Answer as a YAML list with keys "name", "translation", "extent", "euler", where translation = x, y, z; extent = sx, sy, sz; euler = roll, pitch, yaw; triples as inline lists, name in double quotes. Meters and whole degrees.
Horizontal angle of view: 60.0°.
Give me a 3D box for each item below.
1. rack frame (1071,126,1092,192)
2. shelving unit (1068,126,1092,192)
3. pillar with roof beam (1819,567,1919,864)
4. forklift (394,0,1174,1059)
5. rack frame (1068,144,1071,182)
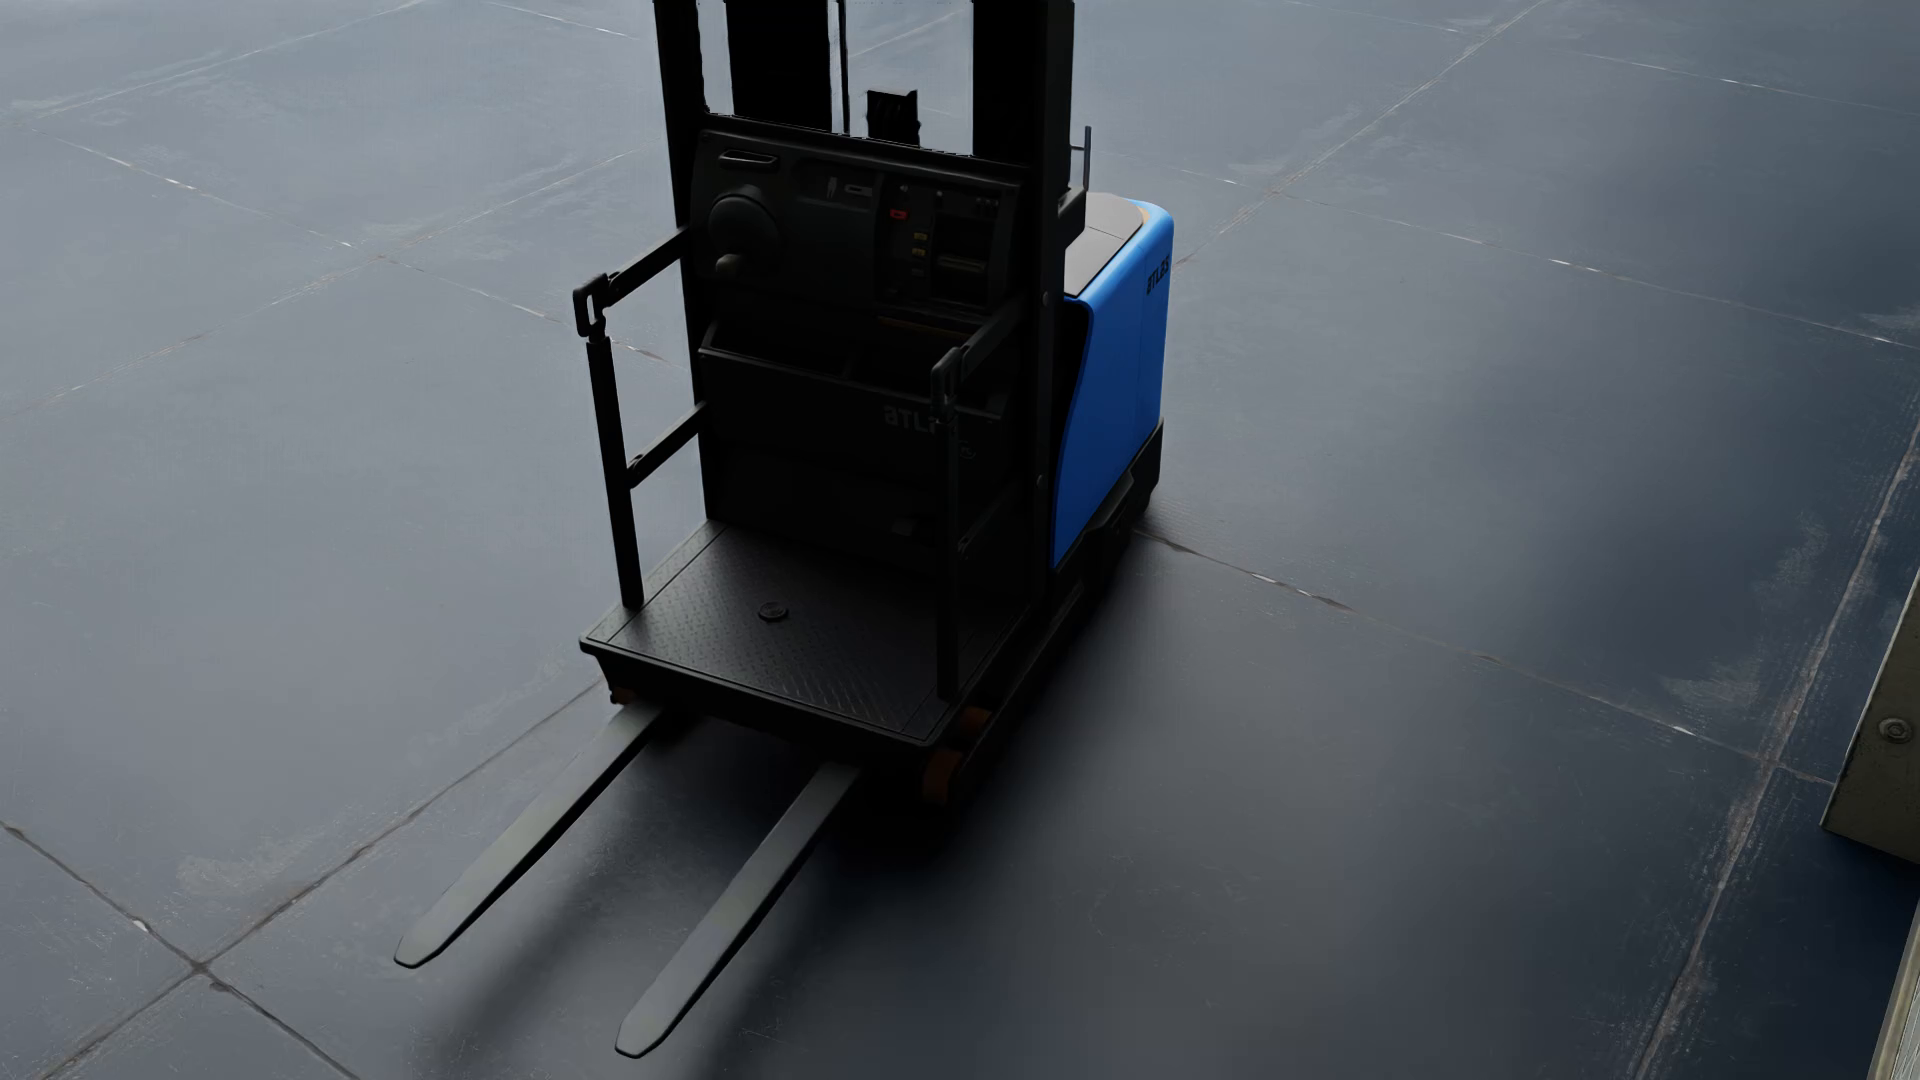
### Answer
- name: "rack frame"
  translation: [0.329, -0.910, 5.924]
  extent: [0.240, 1.200, 0.006]
  euler: [14, 37, 20]
- name: "shelving unit"
  translation: [0.291, -0.863, 5.855]
  extent: [0.258, 1.200, 0.189]
  euler: [14, 37, 20]
- name: "pillar with roof beam"
  translation: [-0.971, -4.370, 4.079]
  extent: [9.100, 9.000, 0.400]
  euler: [21, 39, 28]
- name: "forklift"
  translation: [-0.373, -0.757, 4.153]
  extent: [1.130, 2.935, 3.031]
  euler: [14, 37, 20]
- name: "rack frame"
  translation: [0.253, -0.817, 5.786]
  extent: [0.240, 1.200, 0.006]
  euler: [14, 37, 20]
